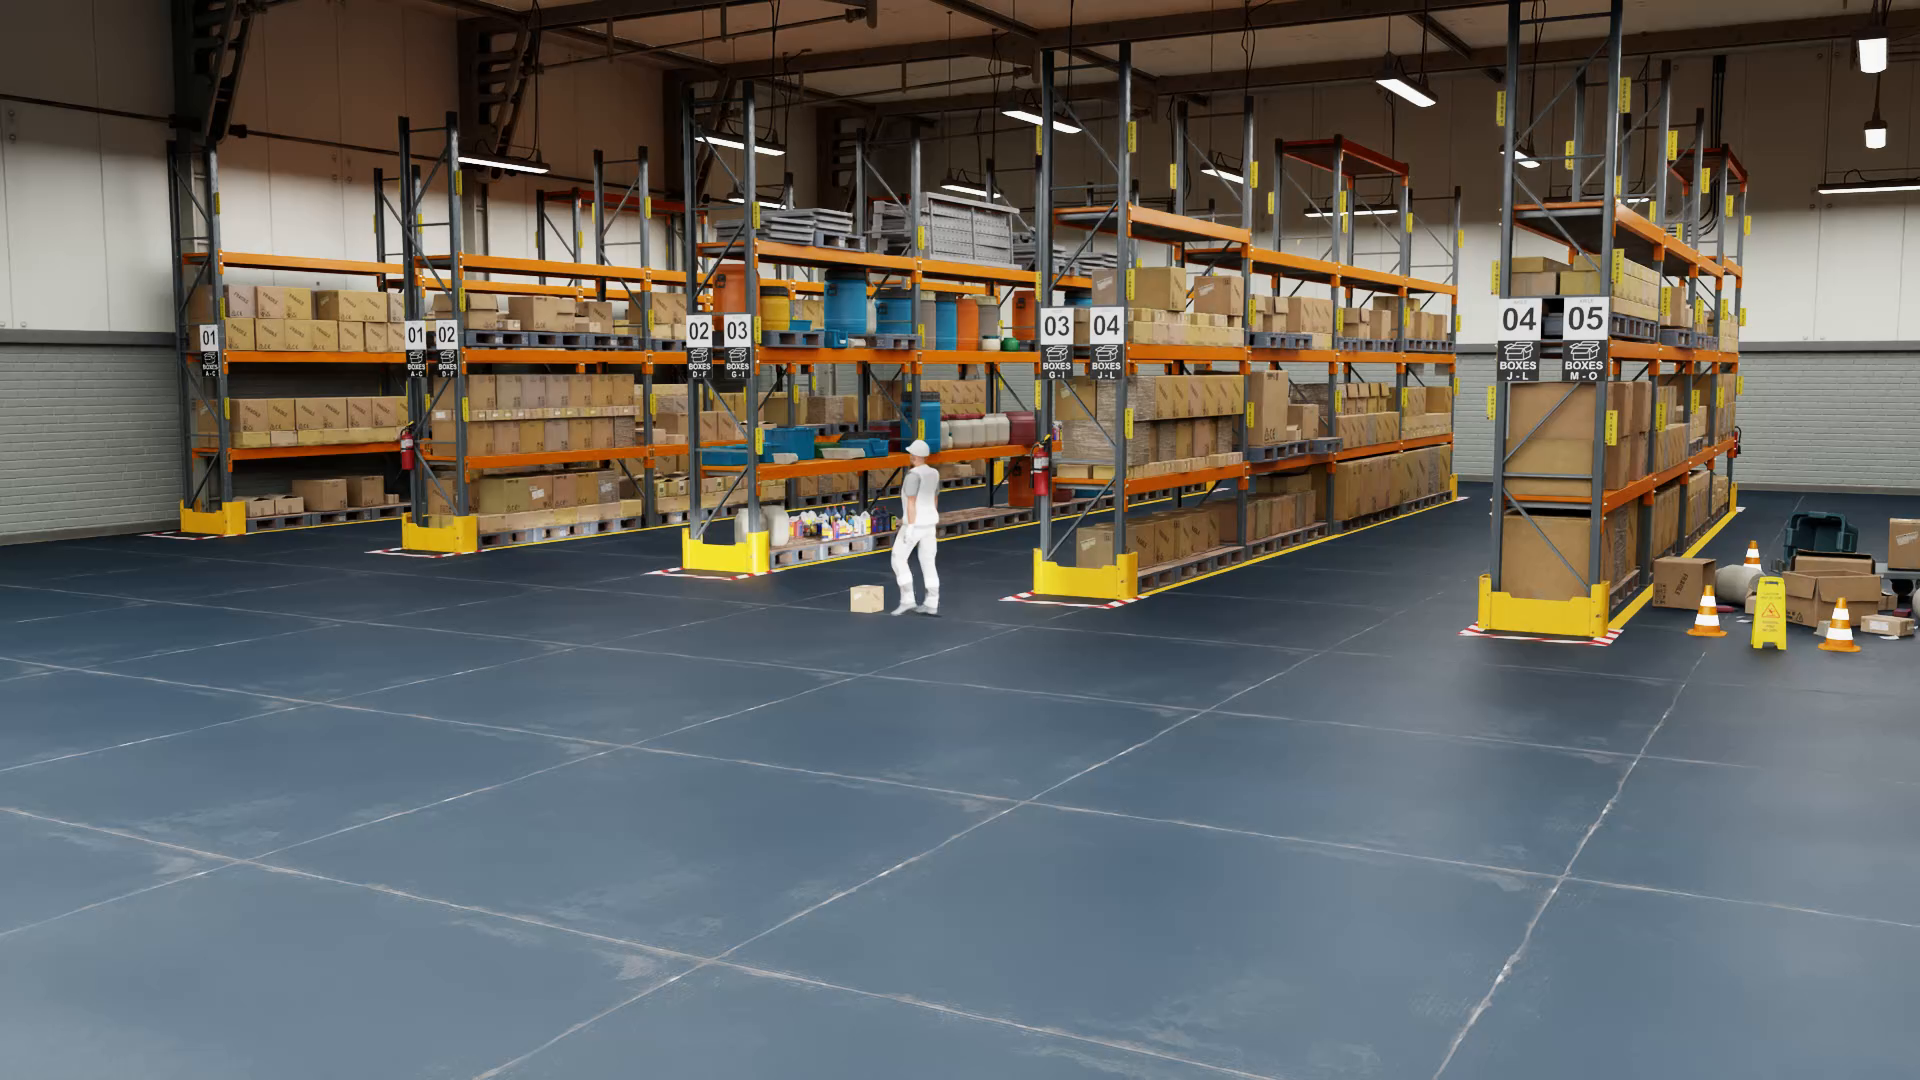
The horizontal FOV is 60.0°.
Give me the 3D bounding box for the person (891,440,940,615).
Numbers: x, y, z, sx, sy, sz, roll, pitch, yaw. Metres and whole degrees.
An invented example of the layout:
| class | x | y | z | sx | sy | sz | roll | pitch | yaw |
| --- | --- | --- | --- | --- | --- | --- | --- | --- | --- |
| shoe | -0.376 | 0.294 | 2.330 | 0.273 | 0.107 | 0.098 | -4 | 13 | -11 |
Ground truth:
| class | x | y | z | sx | sy | sz | roll | pitch | yaw |
| --- | --- | --- | --- | --- | --- | --- | --- | --- | --- |
| person | -0.434 | -0.121 | 17.123 | 0.462 | 1.822 | 0.560 | 5 | 8 | 39 |
